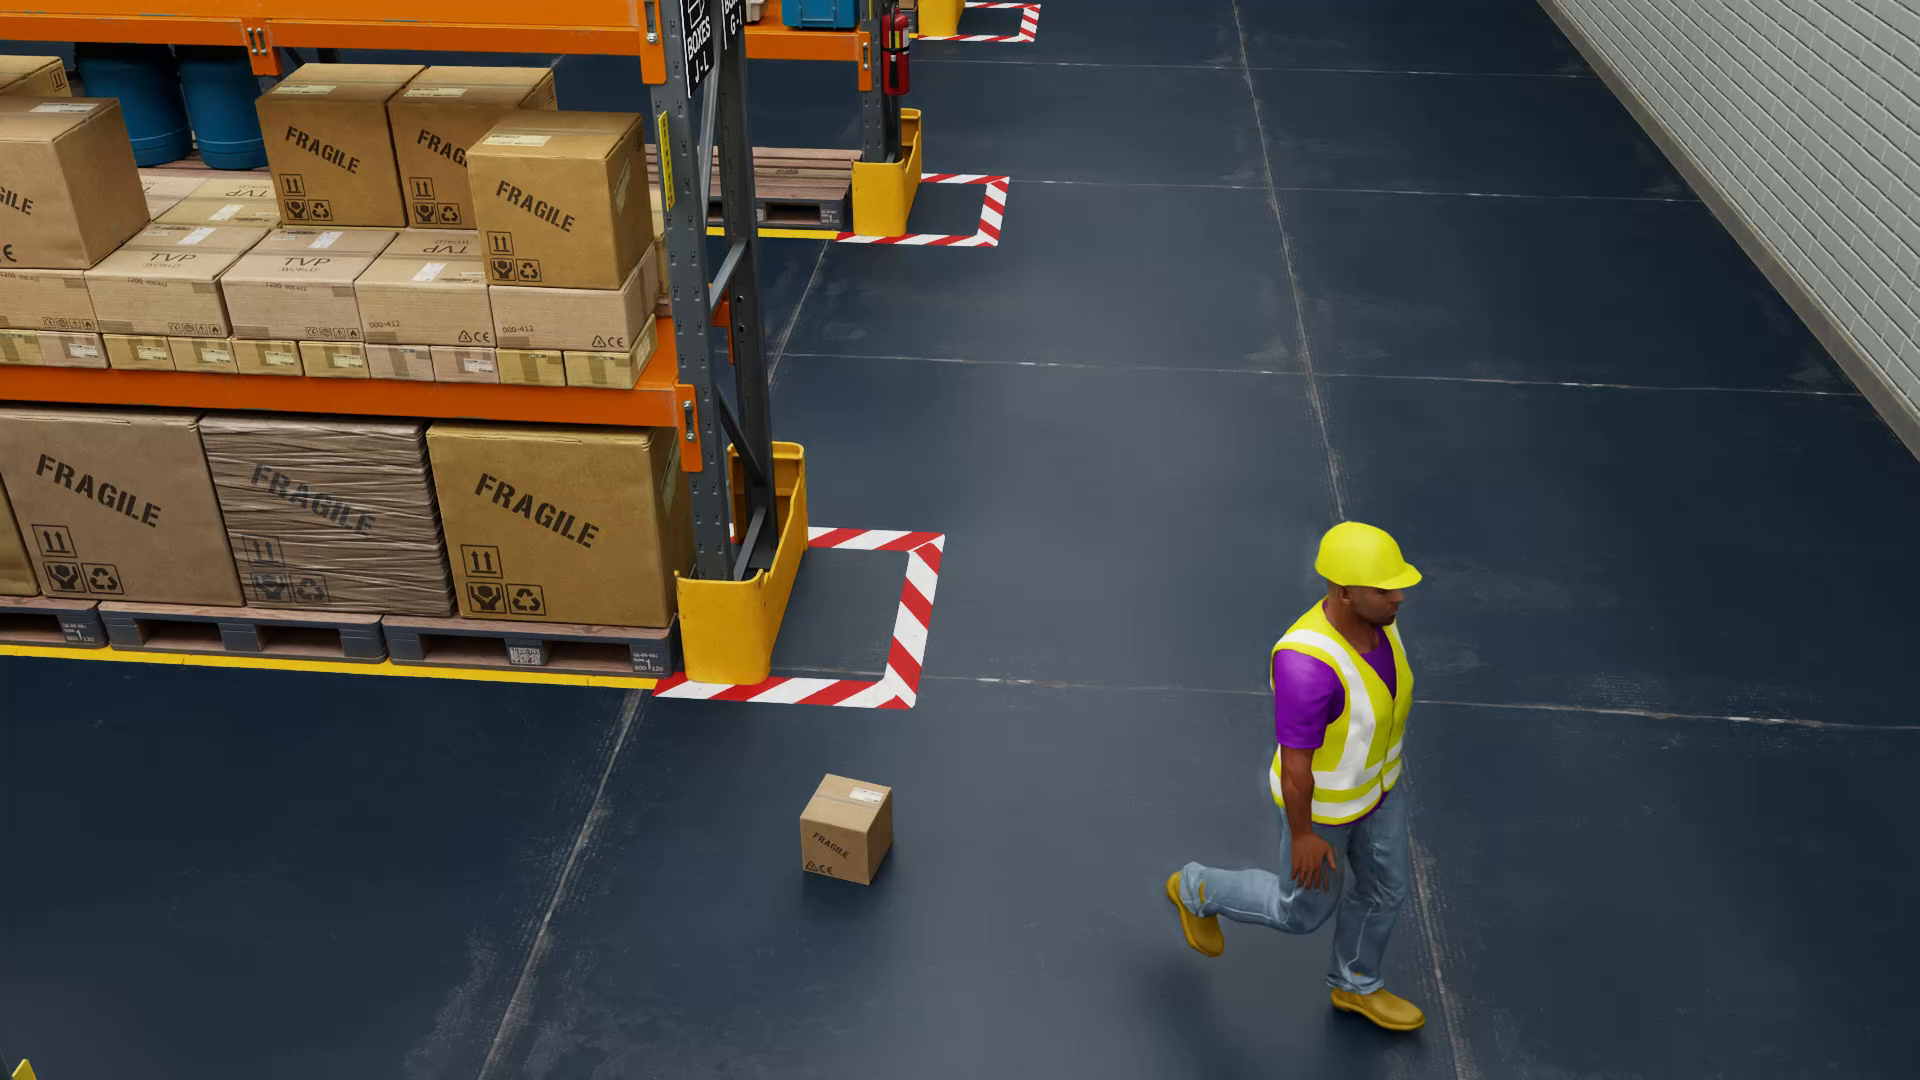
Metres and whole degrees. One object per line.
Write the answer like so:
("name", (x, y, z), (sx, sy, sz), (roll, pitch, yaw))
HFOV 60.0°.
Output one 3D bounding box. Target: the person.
("person", (1.068, 0.712, 4.948), (0.849, 1.739, 0.581), (26, 40, 35))
